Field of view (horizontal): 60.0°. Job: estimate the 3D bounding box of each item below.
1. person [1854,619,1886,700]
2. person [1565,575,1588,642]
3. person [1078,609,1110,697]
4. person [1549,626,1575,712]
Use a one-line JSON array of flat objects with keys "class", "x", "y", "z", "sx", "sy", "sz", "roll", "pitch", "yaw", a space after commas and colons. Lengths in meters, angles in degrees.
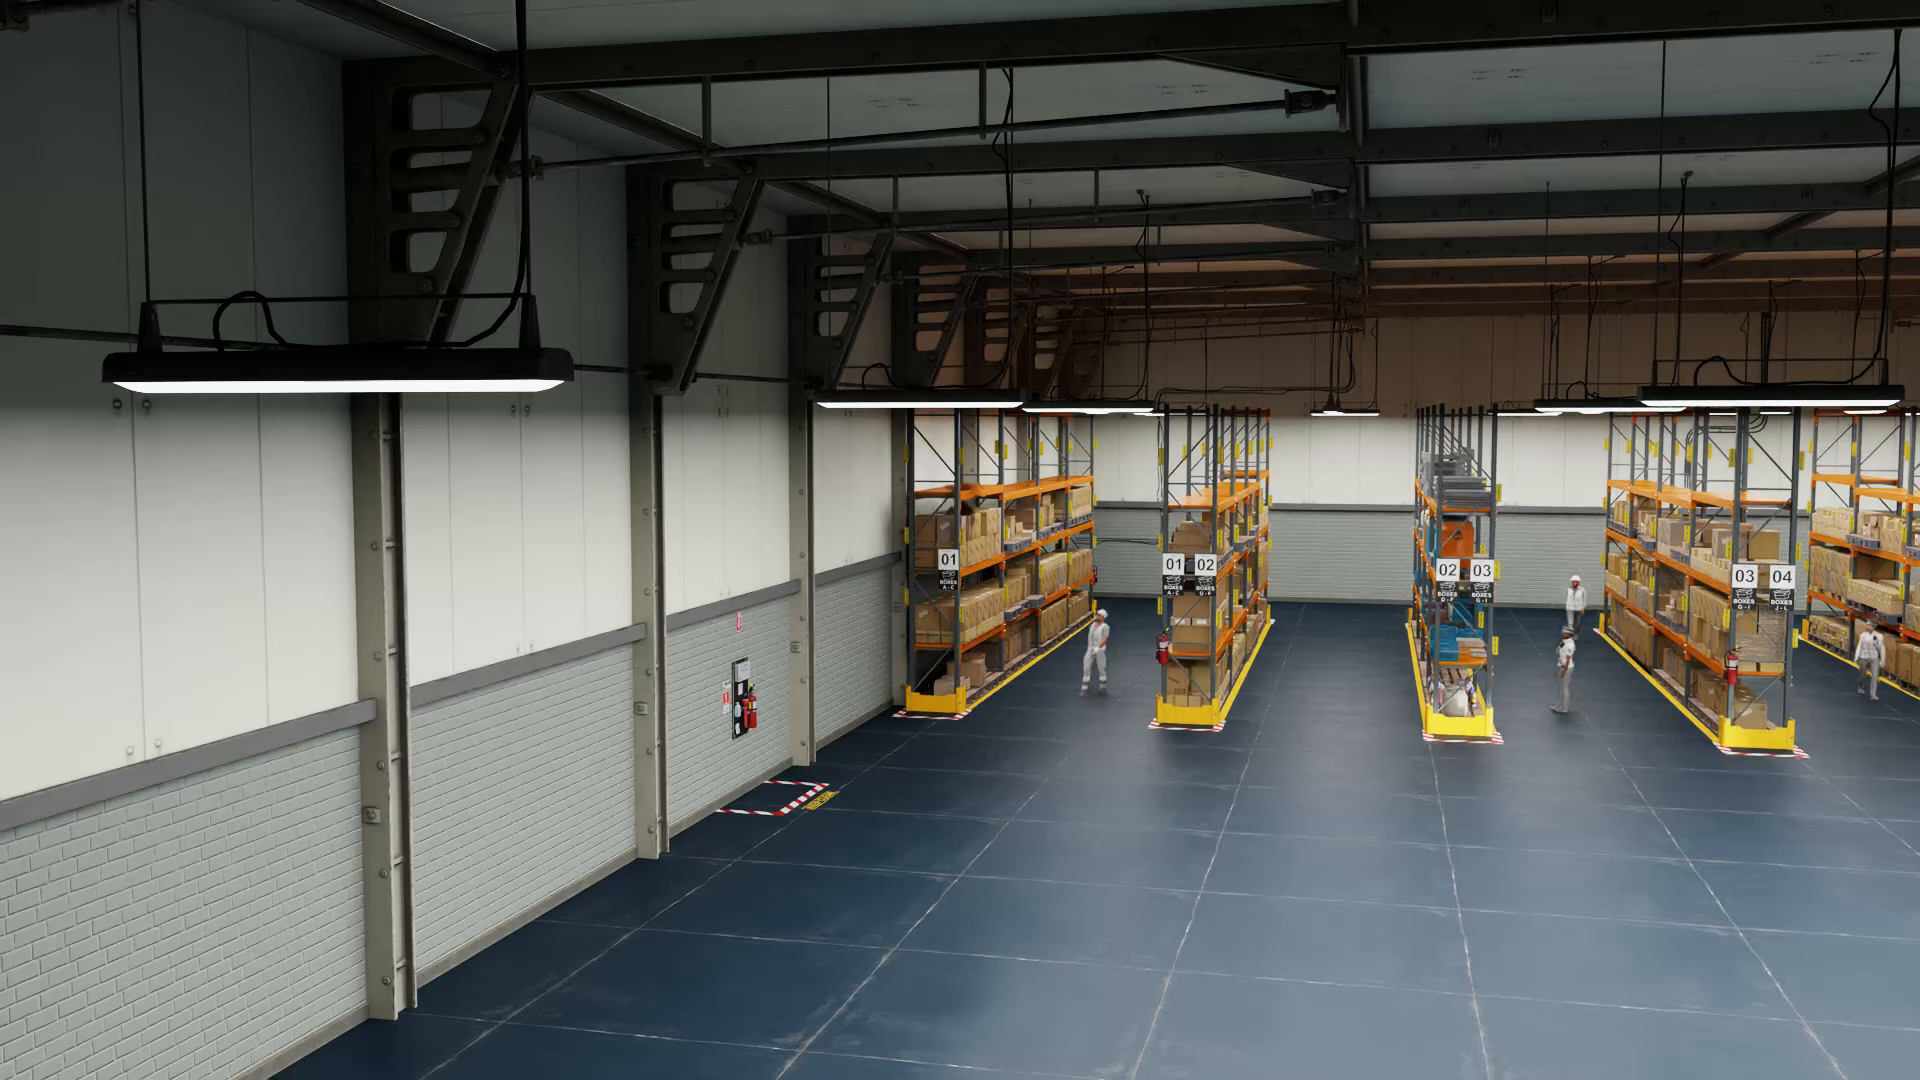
[{"class": "person", "x": 18.611, "y": 2.424, "z": 34.034, "sx": 0.573, "sy": 1.636, "sz": 0.962, "roll": 1, "pitch": 4, "yaw": 20}, {"class": "person", "x": 15.697, "y": 1.767, "z": 42.342, "sx": 0.507, "sy": 1.725, "sz": 1.045, "roll": 1, "pitch": 4, "yaw": 13}, {"class": "person", "x": 2.811, "y": 2.329, "z": 34.382, "sx": 0.530, "sy": 1.756, "sz": 0.861, "roll": 2, "pitch": 5, "yaw": 30}, {"class": "person", "x": 11.769, "y": 2.517, "z": 32.515, "sx": 0.466, "sy": 1.690, "sz": 0.484, "roll": 2, "pitch": 4, "yaw": 22}]
